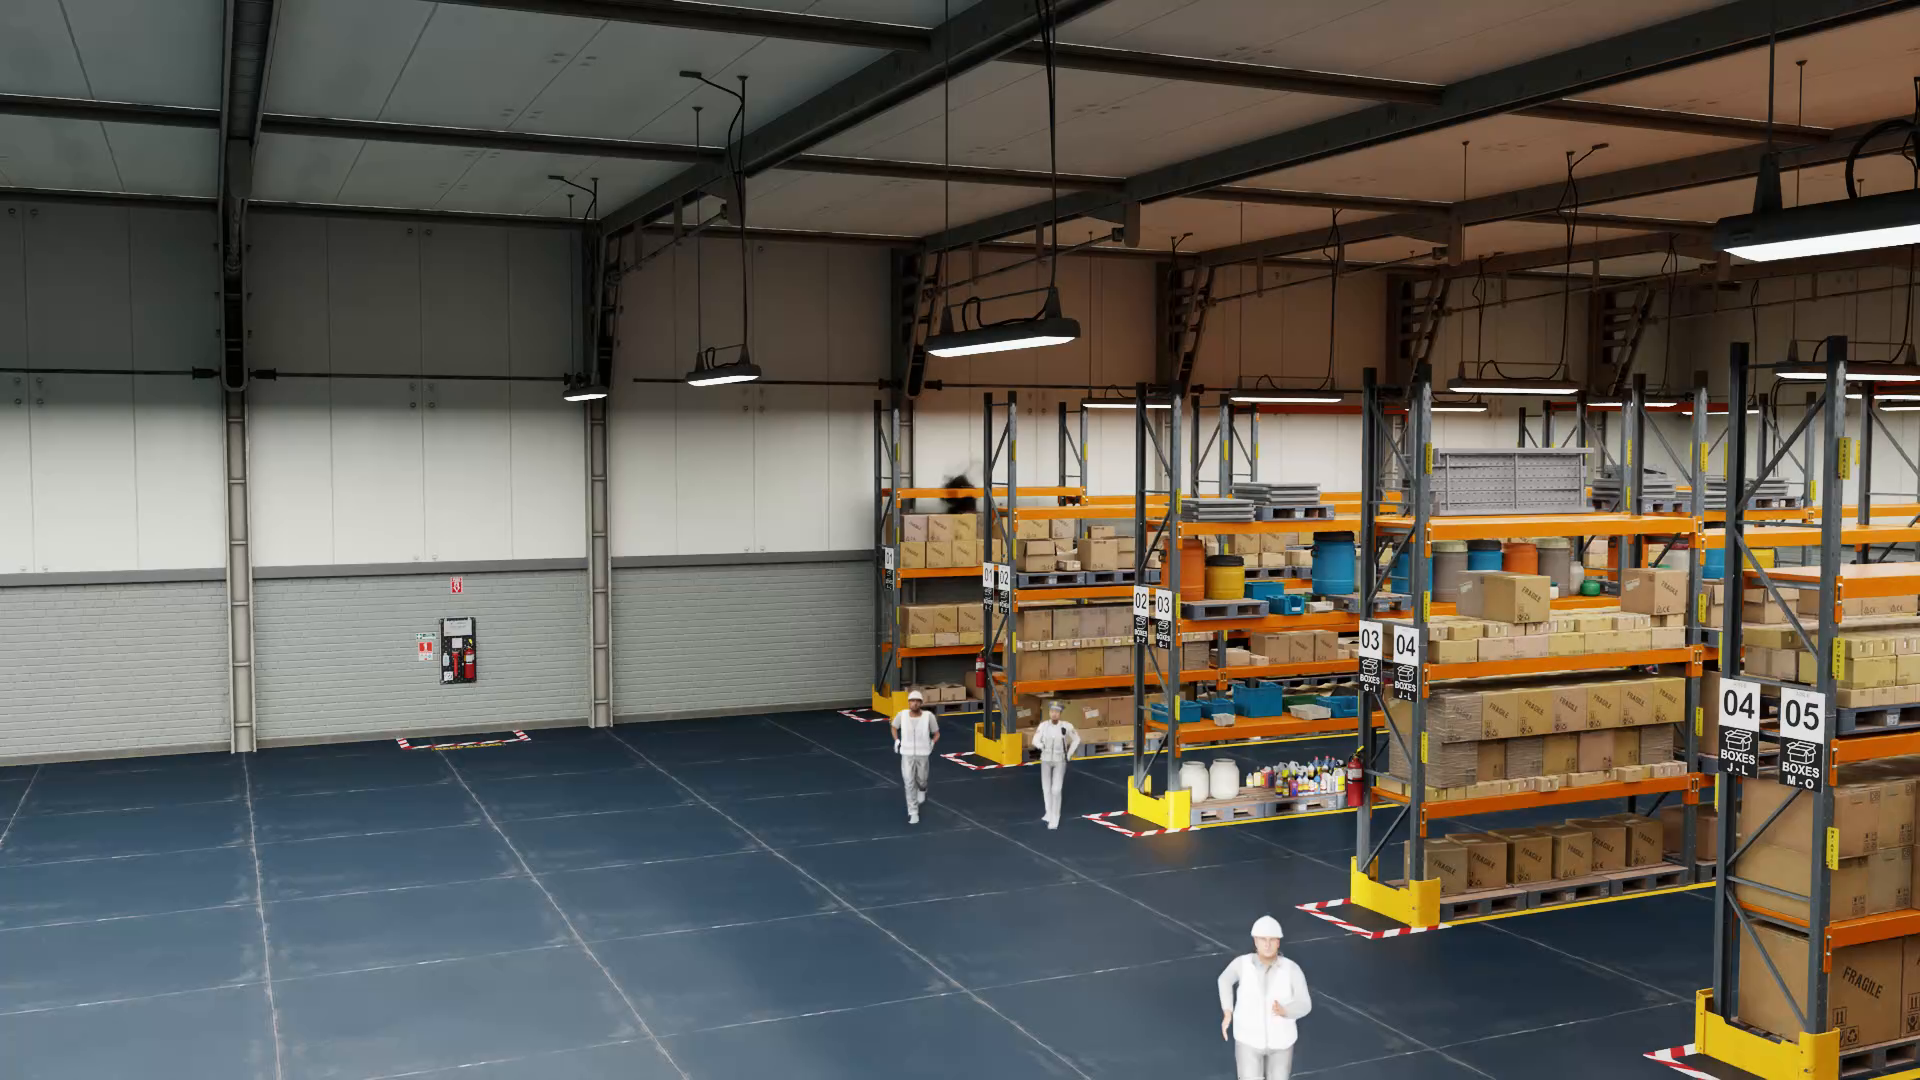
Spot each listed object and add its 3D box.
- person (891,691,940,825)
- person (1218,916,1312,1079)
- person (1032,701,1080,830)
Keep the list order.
[{"bbox_3d":[-0.619,2.958,22.912,0.681,1.776,0.873,0,3,0],"label":"person"},{"bbox_3d":[2.166,3.578,11.824,0.633,1.822,0.825,0,3,5],"label":"person"},{"bbox_3d":[1.271,3.024,22.387,0.614,1.746,0.651,1,3,18],"label":"person"}]
